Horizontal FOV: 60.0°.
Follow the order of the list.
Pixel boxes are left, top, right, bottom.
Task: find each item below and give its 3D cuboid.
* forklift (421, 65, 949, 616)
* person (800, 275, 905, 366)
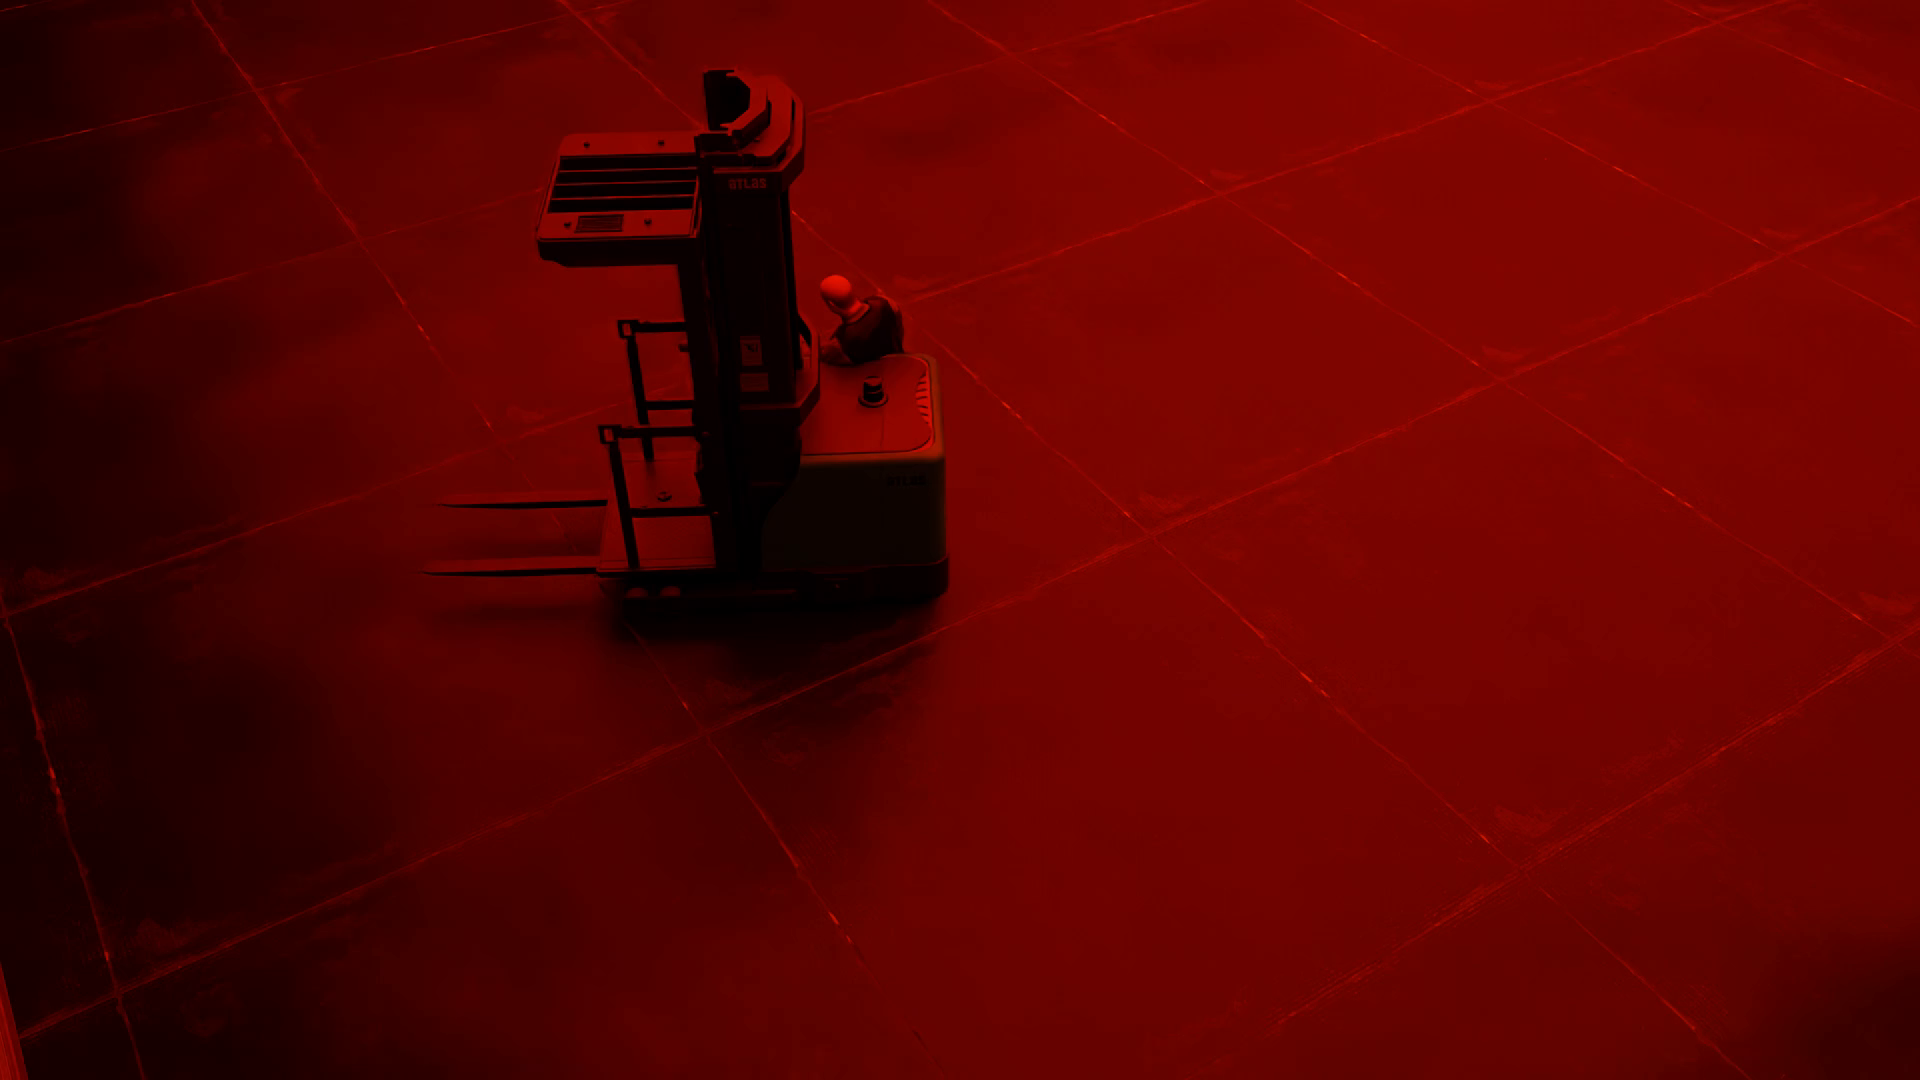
[{"bbox_3d":[-1.601,-1.025,9.044,3.031,2.935,1.130,-2,41,-2],"label":"forklift"},{"bbox_3d":[-0.777,-1.005,10.039,1.016,1.525,0.944,27,48,28],"label":"person"}]
